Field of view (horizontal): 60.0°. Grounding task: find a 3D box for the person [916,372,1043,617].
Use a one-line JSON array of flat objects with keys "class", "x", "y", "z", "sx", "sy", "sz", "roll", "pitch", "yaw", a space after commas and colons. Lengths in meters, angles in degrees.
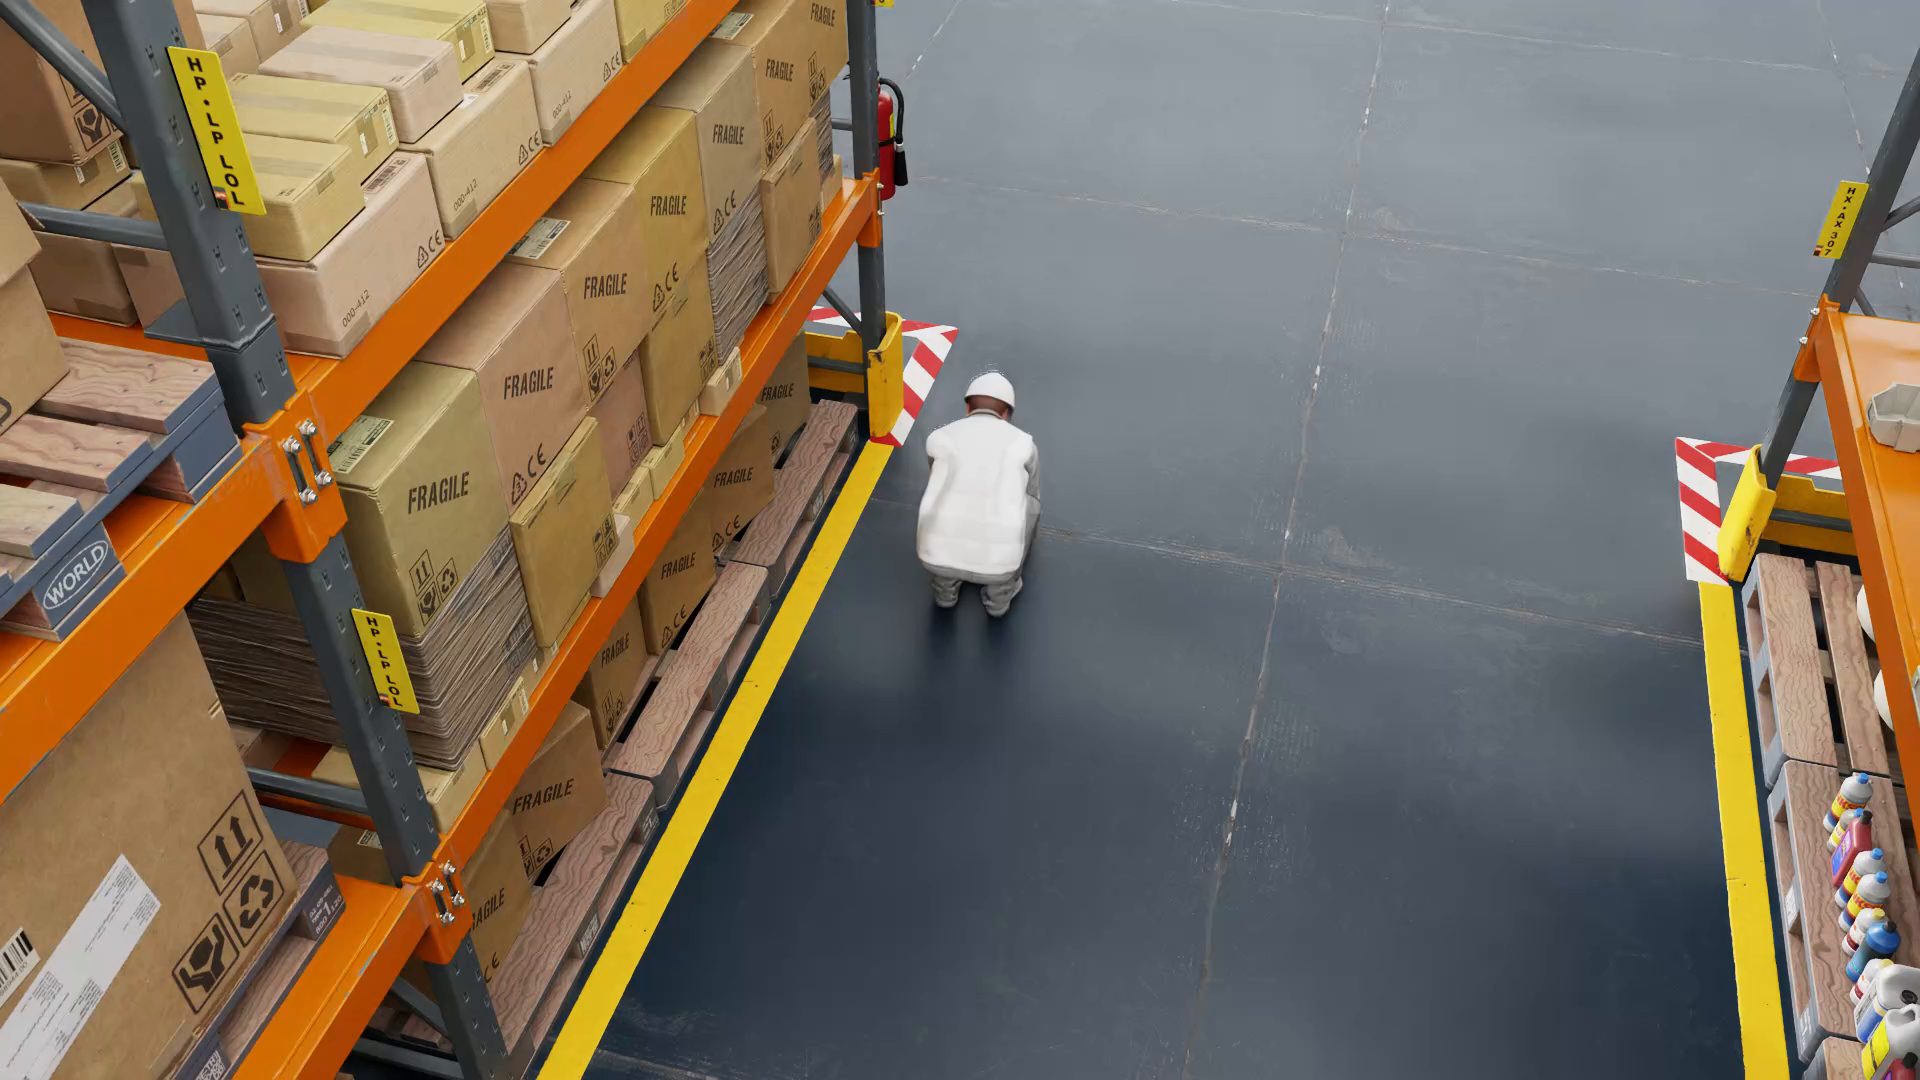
[{"class": "person", "x": 0.090, "y": -0.130, "z": 7.101, "sx": 0.508, "sy": 0.862, "sz": 0.953, "roll": 9, "pitch": 42, "yaw": 10}]
